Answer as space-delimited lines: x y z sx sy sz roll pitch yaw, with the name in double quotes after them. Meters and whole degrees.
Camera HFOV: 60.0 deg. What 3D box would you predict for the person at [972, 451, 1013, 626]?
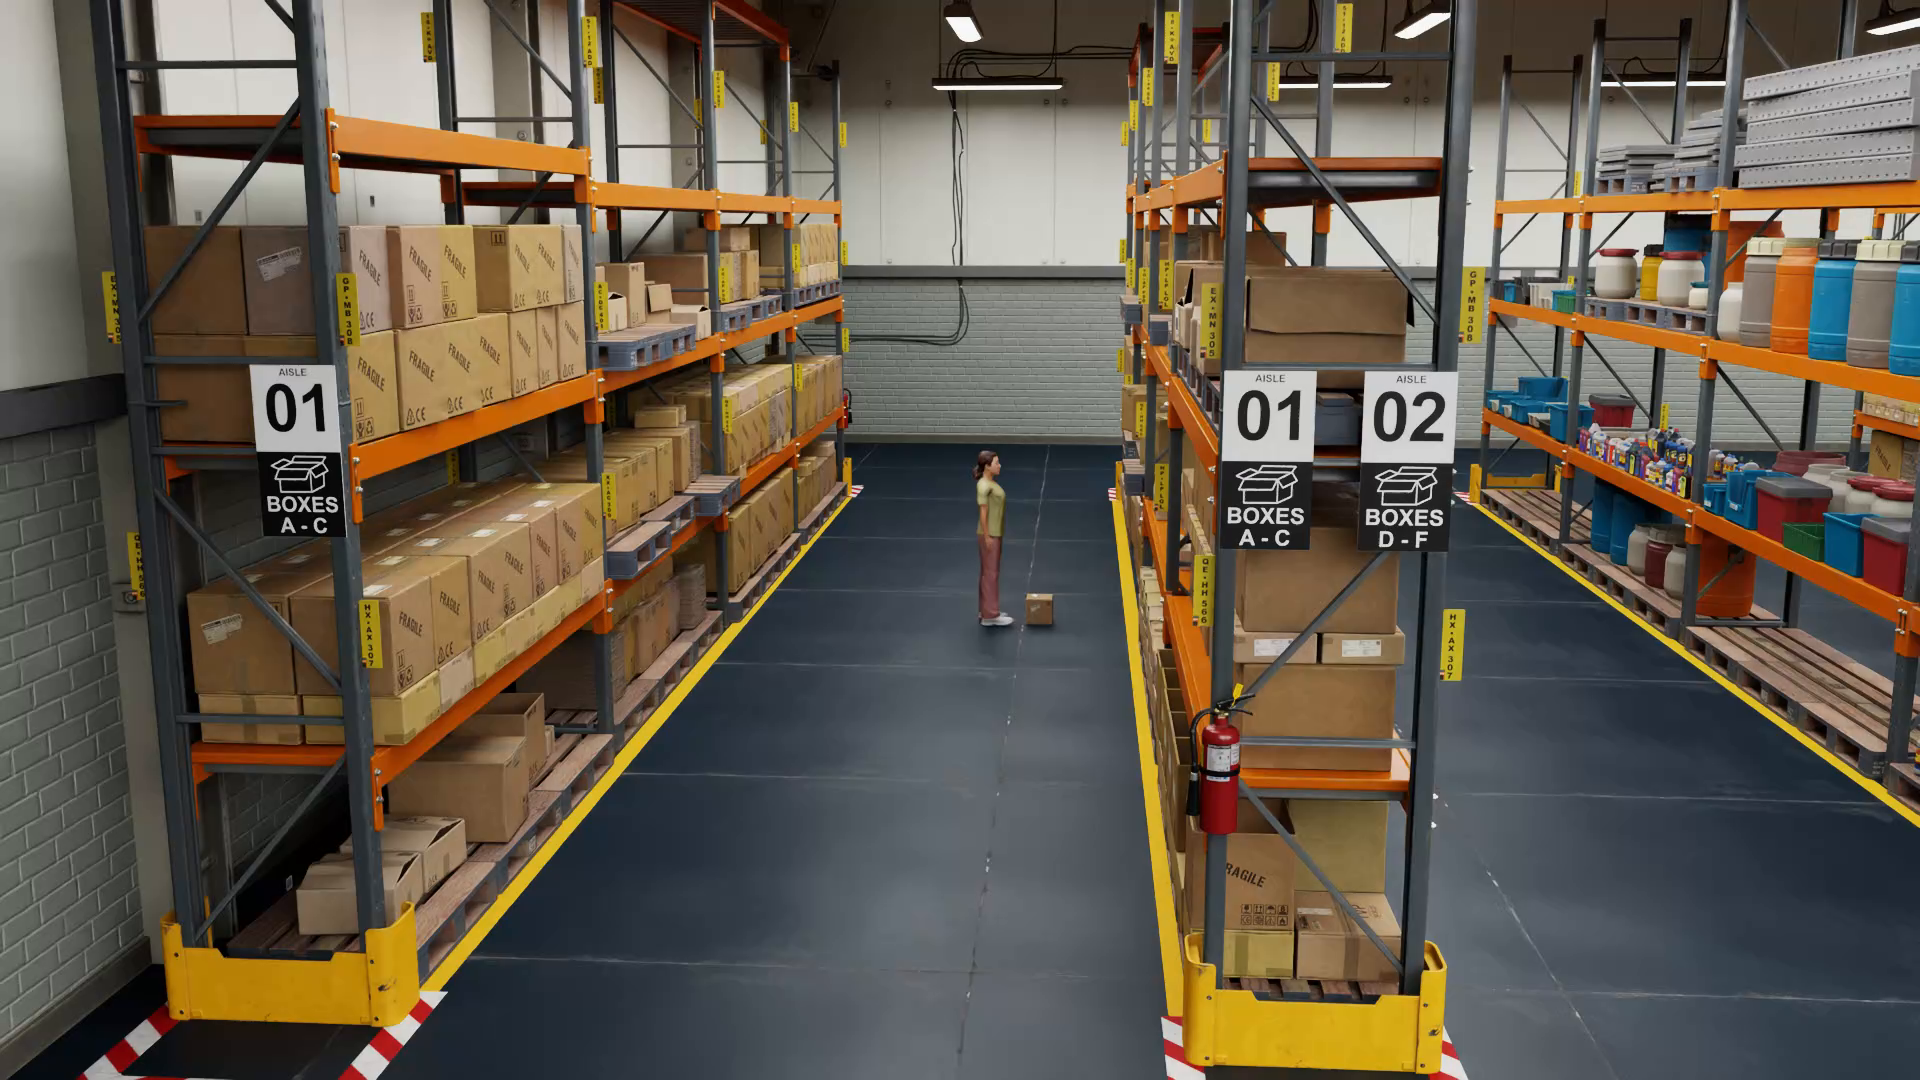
0.319 -0.028 16.068 0.439 1.665 0.509 2 11 9 "person"
